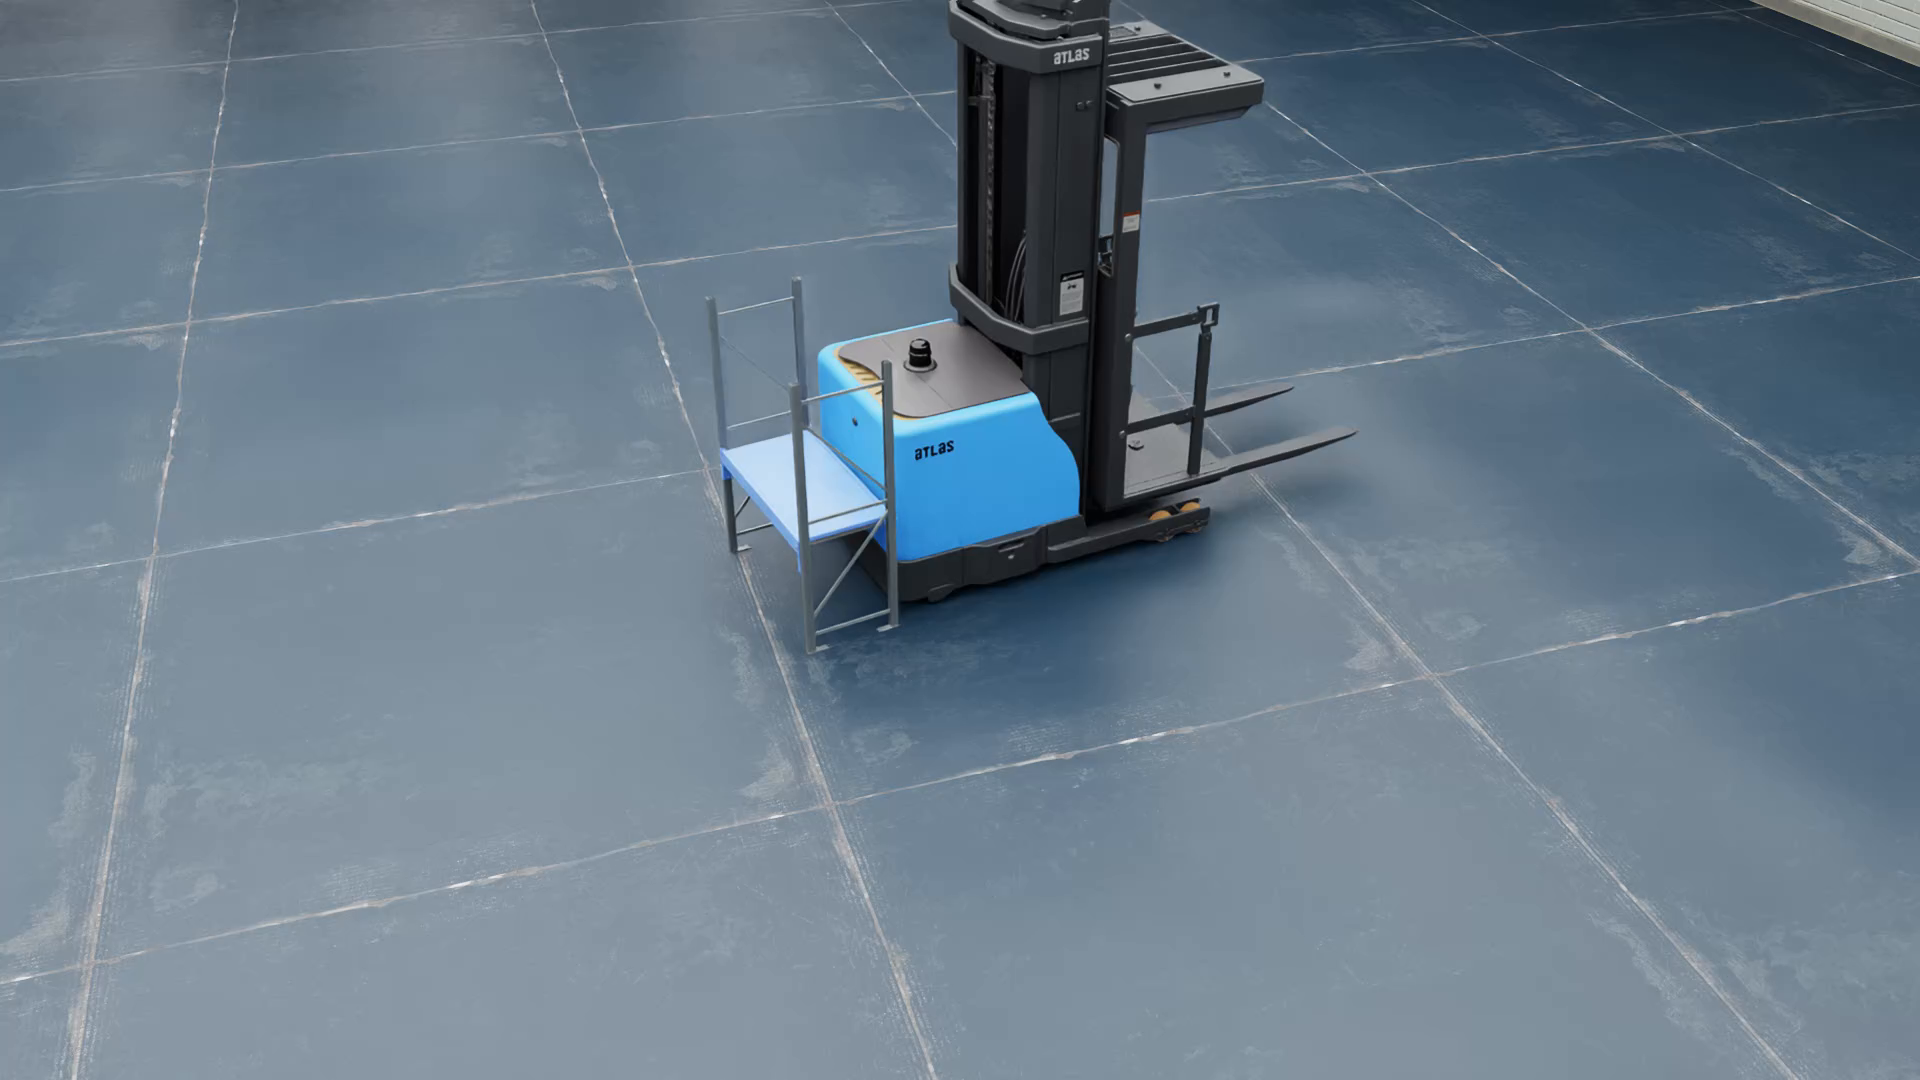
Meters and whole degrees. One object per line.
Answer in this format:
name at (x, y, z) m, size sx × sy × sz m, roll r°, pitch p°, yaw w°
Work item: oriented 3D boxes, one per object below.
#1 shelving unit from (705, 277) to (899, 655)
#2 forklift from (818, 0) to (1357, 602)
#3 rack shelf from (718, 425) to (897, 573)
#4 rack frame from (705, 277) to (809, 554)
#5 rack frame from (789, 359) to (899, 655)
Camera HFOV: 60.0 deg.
shelving unit at (-0.779, -0.376, 8.278) m, size 0.538 × 1.500 × 1.048 m, roll -17°, pitch 37°, yaw -24°
forklift at (0.798, -1.459, 8.619) m, size 3.031 × 2.935 × 1.130 m, roll -15°, pitch 36°, yaw -22°
rack shelf at (-0.779, -0.226, 8.377) m, size 0.538 × 0.185 × 1.000 m, roll -17°, pitch 37°, yaw -24°
rack frame at (-1.022, -0.622, 8.650) m, size 0.500 × 1.500 × 0.032 m, roll -17°, pitch 37°, yaw -24°
rack frame at (-0.536, -0.130, 7.905) m, size 0.500 × 1.500 × 0.032 m, roll -17°, pitch 37°, yaw -24°
